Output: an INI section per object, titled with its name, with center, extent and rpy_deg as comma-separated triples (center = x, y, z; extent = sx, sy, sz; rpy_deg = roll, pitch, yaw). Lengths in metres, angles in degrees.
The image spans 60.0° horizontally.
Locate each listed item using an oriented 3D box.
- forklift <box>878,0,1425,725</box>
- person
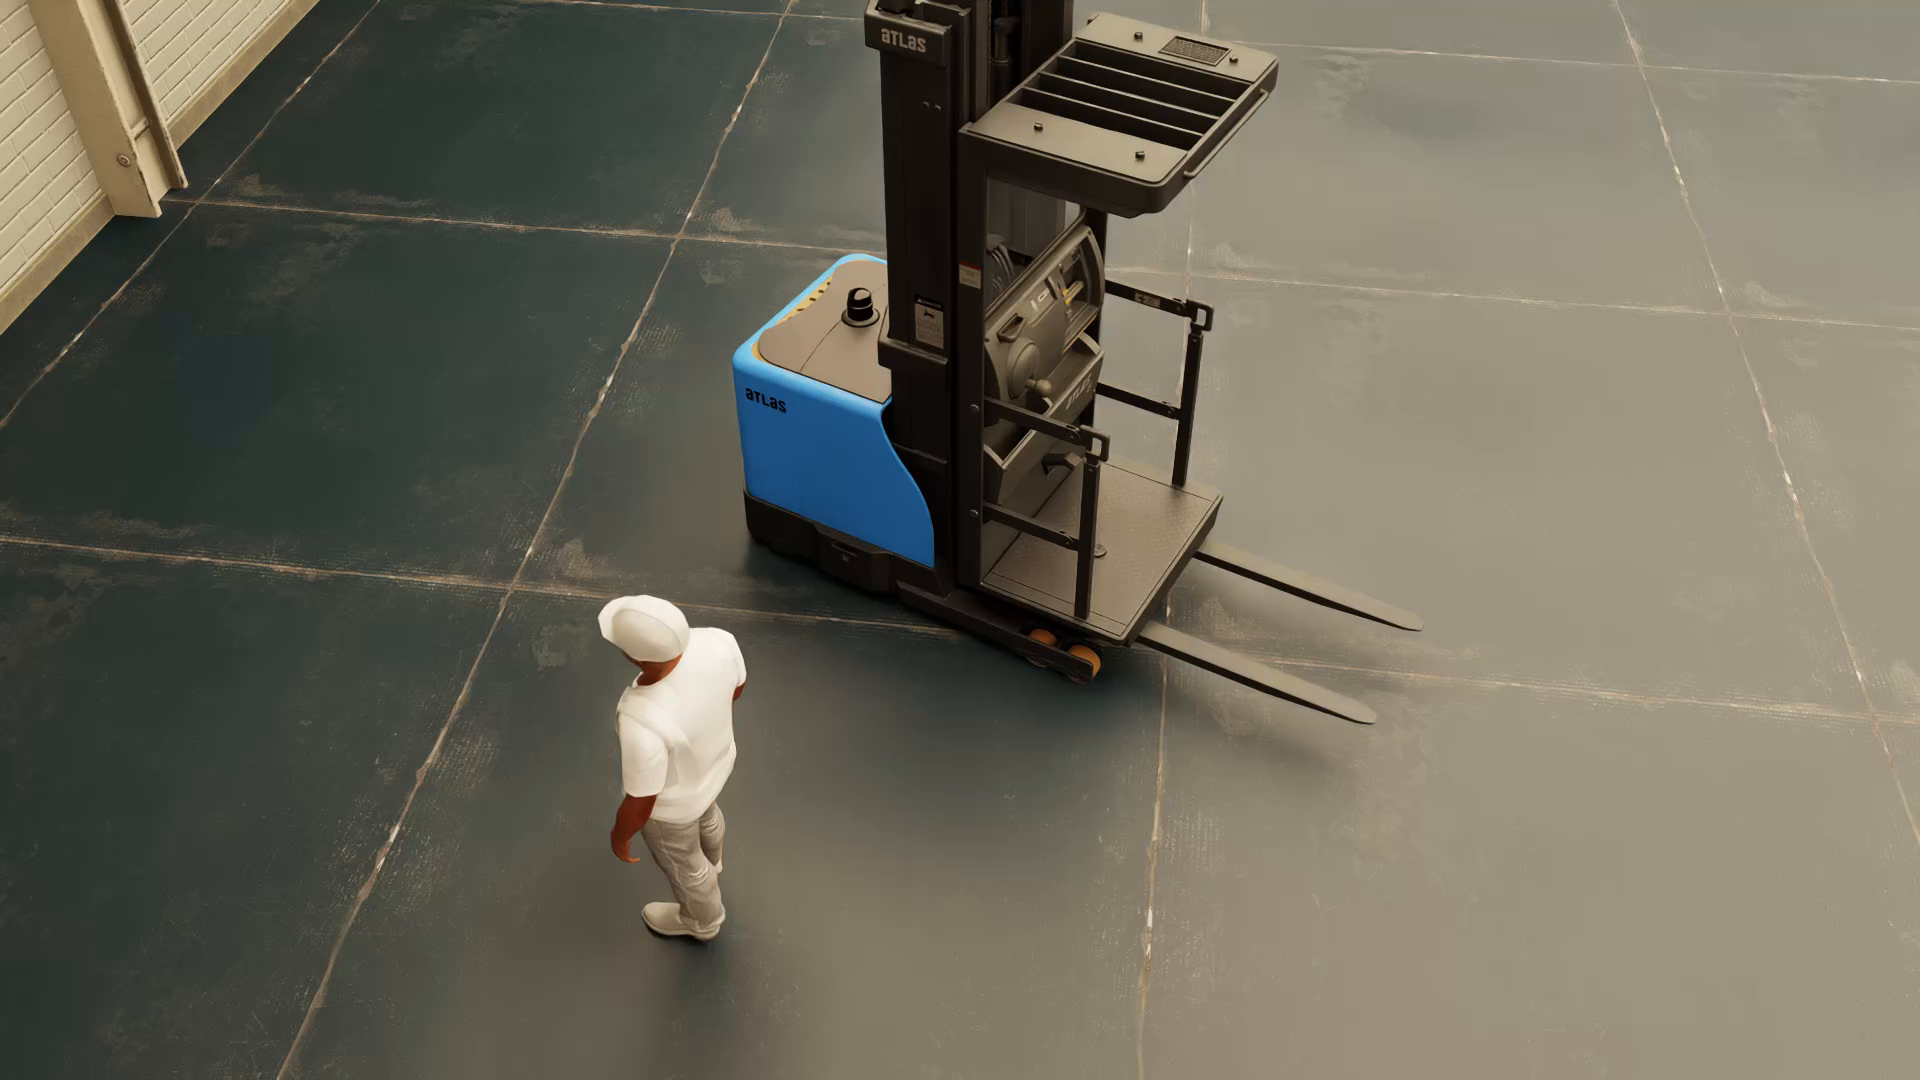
[forklift]
center = 0.527, -0.871, 6.673
extent = 3.031, 2.935, 1.121
rpy_deg = 21, 47, 22
[person]
center = -1.038, 0.781, 5.731
extent = 0.573, 1.770, 0.691
rpy_deg = 17, 45, 18
